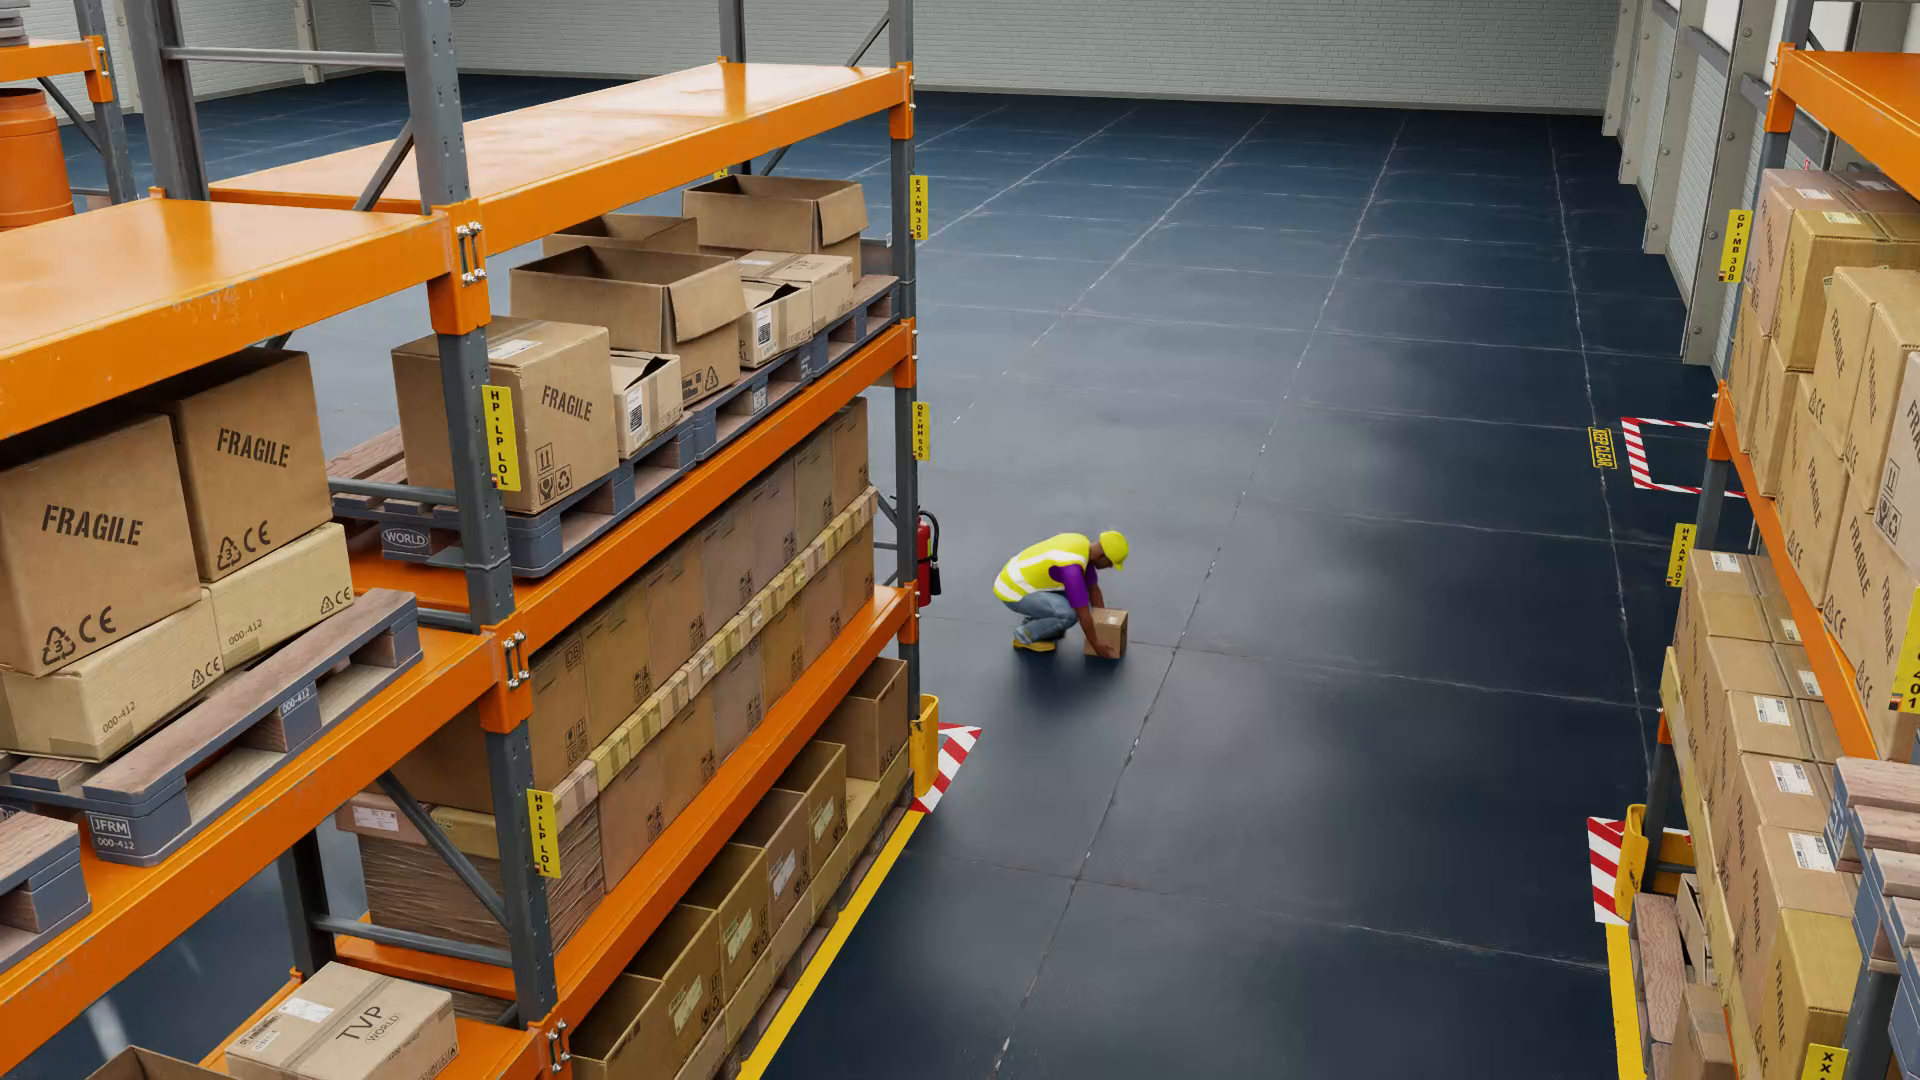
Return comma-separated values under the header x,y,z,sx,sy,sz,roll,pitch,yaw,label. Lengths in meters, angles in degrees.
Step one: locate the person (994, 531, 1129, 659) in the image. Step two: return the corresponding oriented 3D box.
x,y,z,sx,sy,sz,roll,pitch,yaw,label
0.707,0.333,11.498,0.892,0.892,0.557,6,23,16,person
